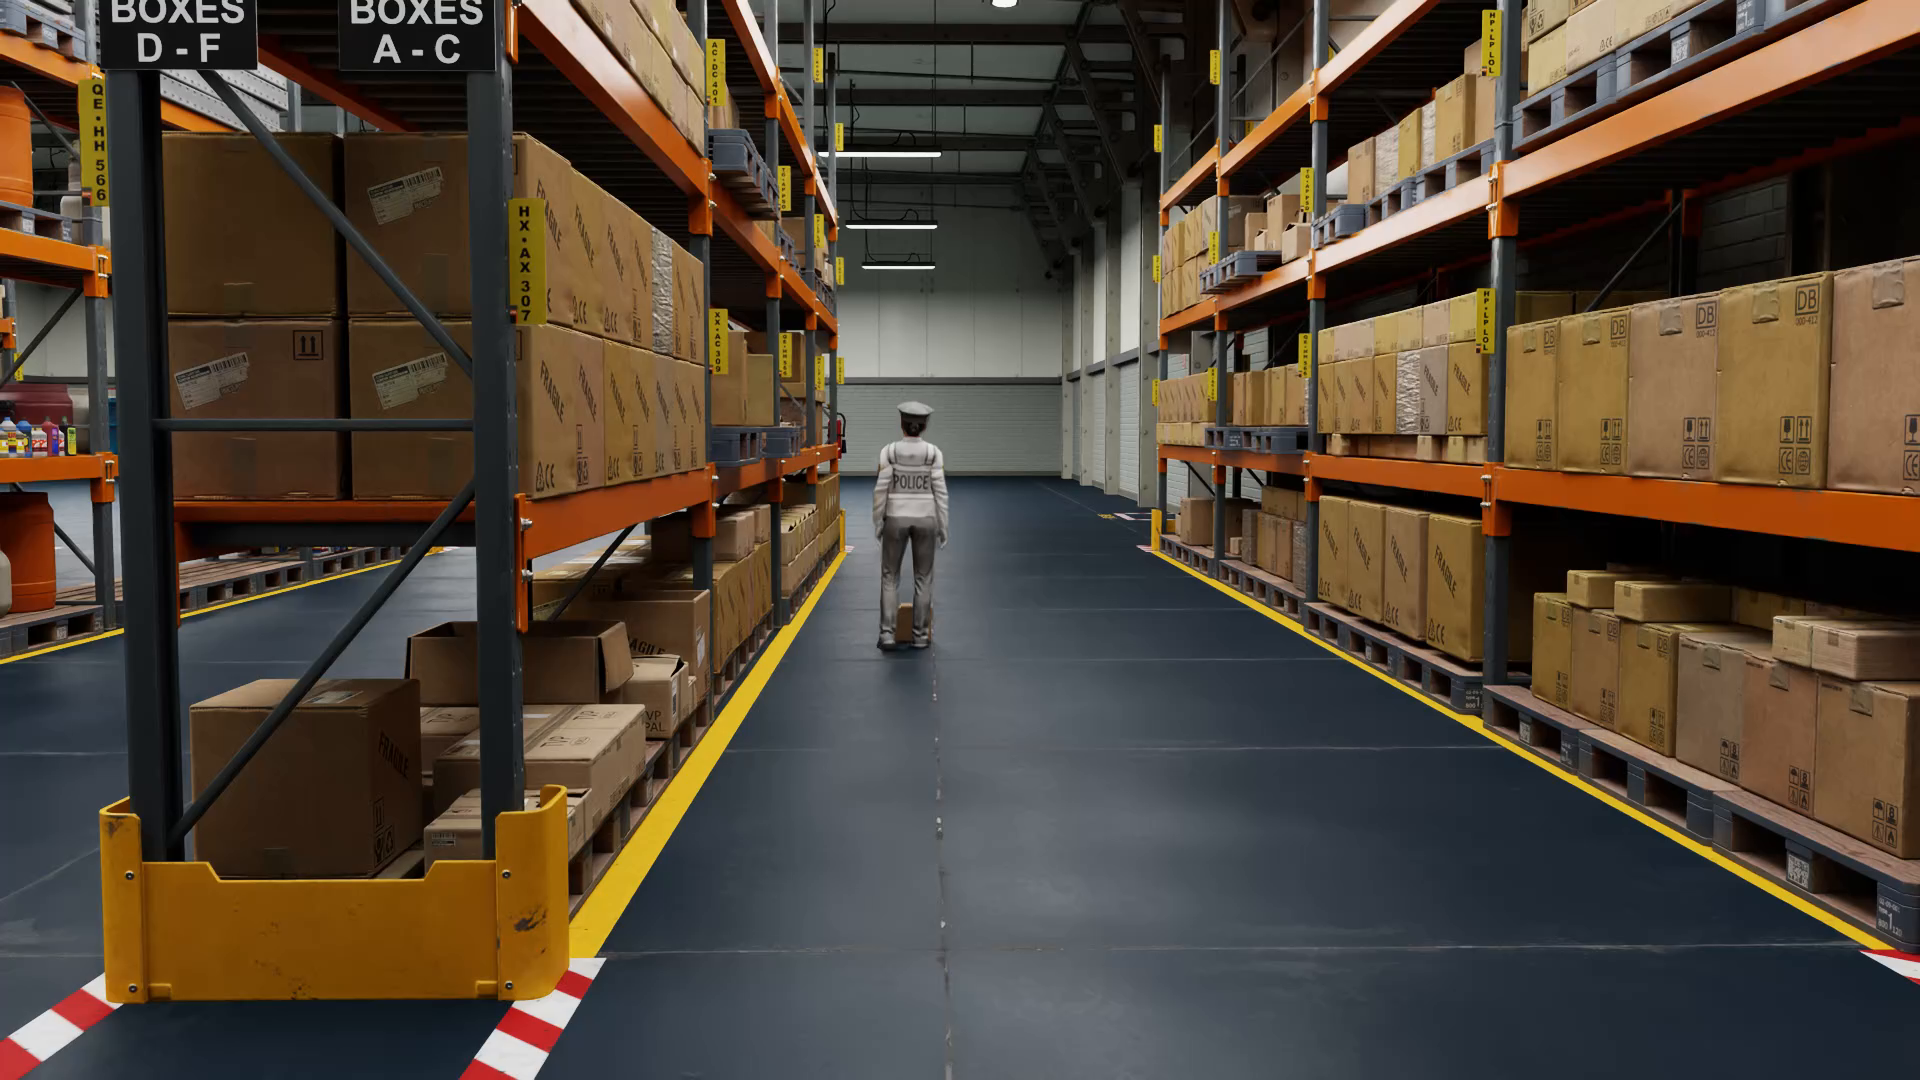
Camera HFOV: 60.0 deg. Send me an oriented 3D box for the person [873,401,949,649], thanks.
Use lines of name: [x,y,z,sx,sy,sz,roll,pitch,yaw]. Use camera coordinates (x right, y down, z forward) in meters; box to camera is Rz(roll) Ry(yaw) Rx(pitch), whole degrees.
person: [-0.335,-0.075,11.312,0.517,1.737,0.389,0,4,-1]
